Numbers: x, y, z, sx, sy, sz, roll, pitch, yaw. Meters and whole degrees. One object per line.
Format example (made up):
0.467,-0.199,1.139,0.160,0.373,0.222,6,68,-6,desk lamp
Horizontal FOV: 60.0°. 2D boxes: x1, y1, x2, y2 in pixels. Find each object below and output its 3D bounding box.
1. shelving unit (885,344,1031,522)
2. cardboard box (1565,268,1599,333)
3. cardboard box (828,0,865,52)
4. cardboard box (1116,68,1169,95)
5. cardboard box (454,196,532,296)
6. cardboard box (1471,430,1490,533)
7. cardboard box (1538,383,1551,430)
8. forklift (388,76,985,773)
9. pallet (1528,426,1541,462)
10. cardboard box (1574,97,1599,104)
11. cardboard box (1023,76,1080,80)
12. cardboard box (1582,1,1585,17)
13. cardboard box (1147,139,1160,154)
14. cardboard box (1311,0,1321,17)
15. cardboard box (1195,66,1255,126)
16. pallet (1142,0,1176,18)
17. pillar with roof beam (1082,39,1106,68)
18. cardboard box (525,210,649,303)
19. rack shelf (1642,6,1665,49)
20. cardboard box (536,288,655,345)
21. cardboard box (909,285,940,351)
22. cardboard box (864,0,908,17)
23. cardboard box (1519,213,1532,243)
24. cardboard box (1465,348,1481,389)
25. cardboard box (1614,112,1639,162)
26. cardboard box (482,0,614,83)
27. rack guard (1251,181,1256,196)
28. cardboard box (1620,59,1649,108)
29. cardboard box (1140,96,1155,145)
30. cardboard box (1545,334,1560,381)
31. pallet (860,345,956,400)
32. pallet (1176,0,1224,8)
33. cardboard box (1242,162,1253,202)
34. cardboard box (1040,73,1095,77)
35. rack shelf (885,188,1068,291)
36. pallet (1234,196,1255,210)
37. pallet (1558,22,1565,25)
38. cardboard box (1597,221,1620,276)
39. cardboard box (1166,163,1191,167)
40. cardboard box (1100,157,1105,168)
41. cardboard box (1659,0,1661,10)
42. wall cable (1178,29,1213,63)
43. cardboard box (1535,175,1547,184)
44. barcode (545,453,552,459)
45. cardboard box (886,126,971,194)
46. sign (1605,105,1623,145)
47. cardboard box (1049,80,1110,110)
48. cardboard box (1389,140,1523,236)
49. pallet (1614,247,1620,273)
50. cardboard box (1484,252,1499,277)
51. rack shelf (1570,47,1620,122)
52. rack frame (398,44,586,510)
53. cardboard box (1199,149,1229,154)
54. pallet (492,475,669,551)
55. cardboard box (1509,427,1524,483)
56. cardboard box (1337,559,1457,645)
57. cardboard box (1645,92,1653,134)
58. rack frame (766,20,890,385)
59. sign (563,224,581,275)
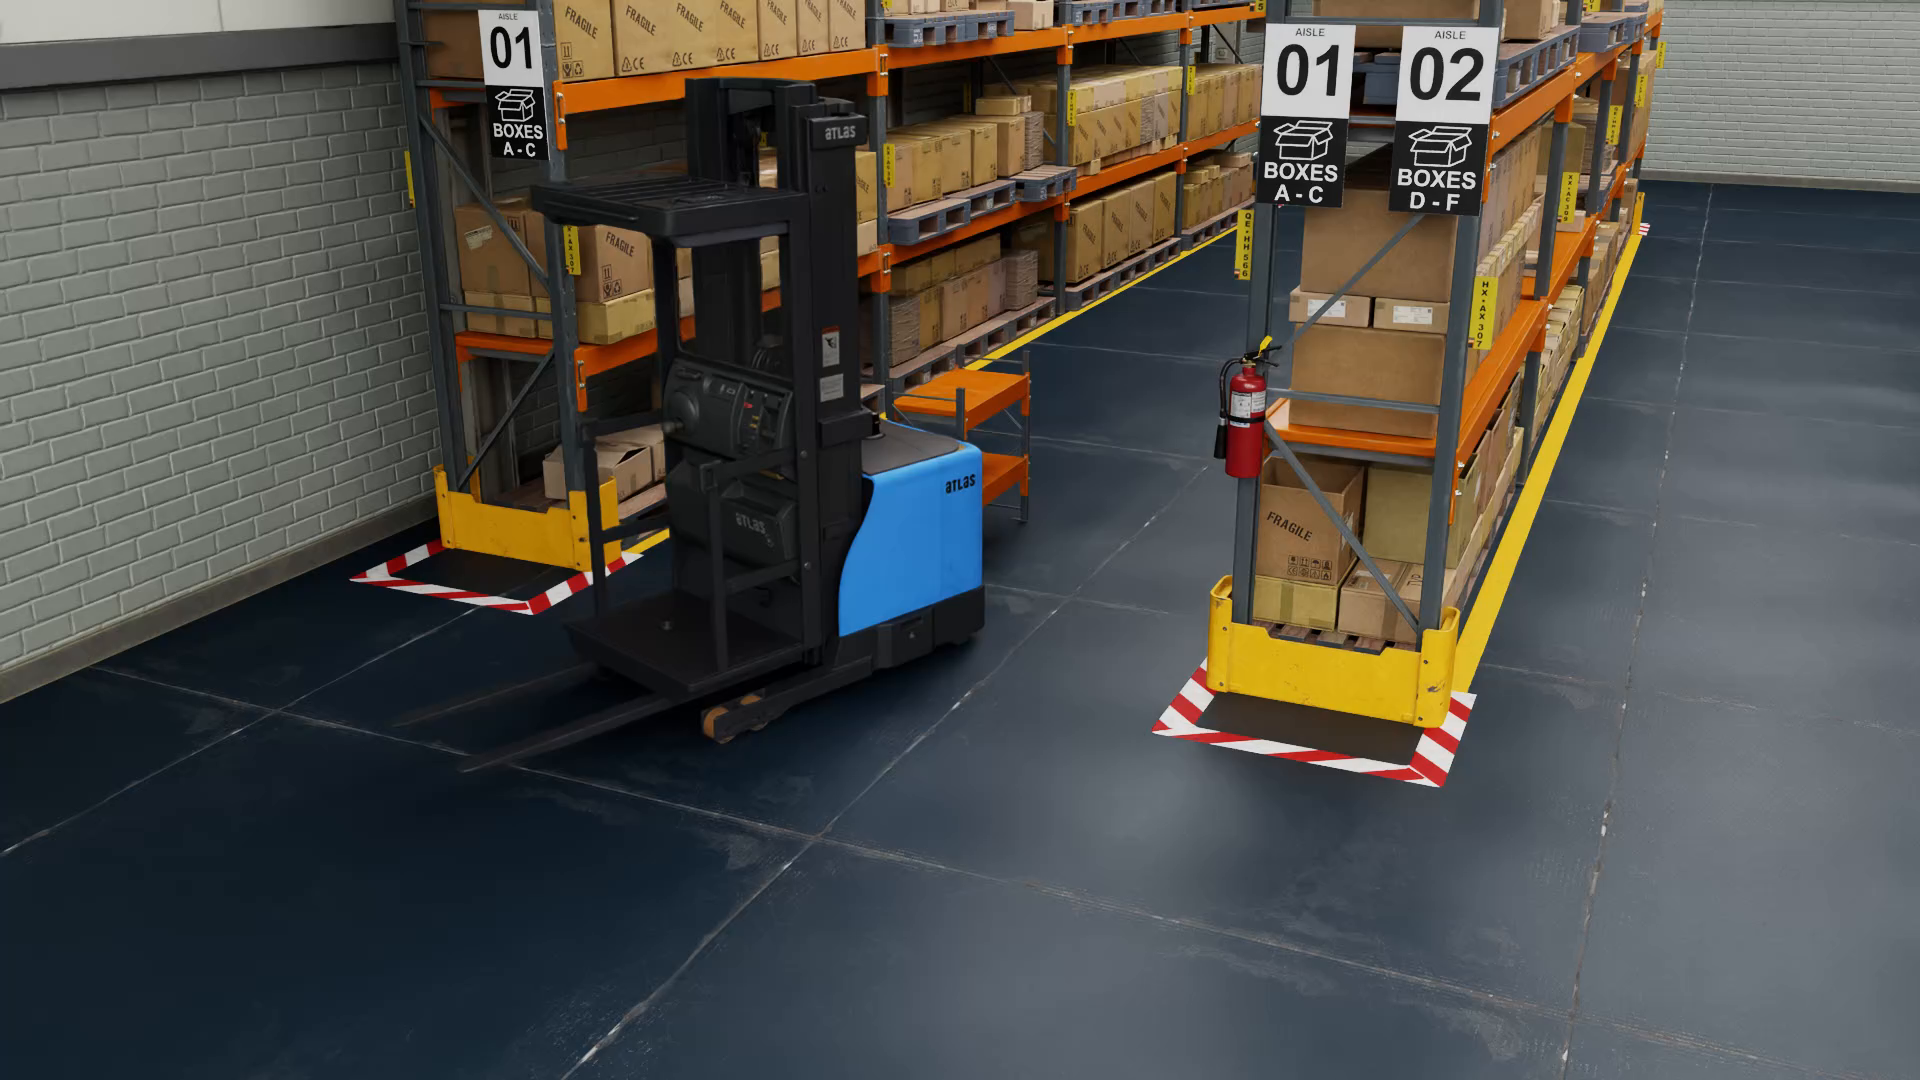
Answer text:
0.003,-0.532,10.286,0.538,1.125,1.048,9,21,23,shelving unit
5.558,-2.222,15.315,0.500,0.500,0.500,10,22,25,cardboard box
-1.030,-3.829,12.105,0.500,0.500,0.500,9,22,24,cardboard box
2.052,-5.211,18.904,0.500,0.250,0.500,9,21,24,cardboard box
-2.687,-1.791,10.104,0.500,0.500,0.500,8,21,22,cardboard box
2.653,-0.344,9.318,0.500,0.500,0.500,9,21,23,cardboard box
4.074,-1.018,12.331,0.500,0.250,0.500,9,22,24,cardboard box
-1.268,-0.624,7.848,3.031,2.935,1.130,-18,27,-42,forklift
3.739,-0.787,12.366,1.003,0.211,1.213,9,21,23,pallet
6.351,-4.447,17.719,0.700,0.500,0.500,2,20,4,cardboard box
0.967,-4.810,17.775,0.500,0.250,0.500,8,21,21,cardboard box
4.533,-4.151,12.785,0.500,0.250,0.500,8,21,22,cardboard box
2.064,-4.501,18.993,0.380,0.149,0.250,9,21,23,cardboard box
2.066,-2.642,8.333,0.500,0.250,0.500,9,21,23,cardboard box
3.378,-5.977,22.352,0.980,0.700,0.700,8,21,22,cardboard box
1.897,-6.030,18.758,0.805,0.209,1.217,8,21,21,pallet
5.653,-7.563,18.305,9.100,9.000,0.400,9,21,23,pillar with roof beam
-2.216,-1.723,9.911,0.500,0.500,0.500,9,21,23,cardboard box
7.568,-6.001,19.465,1.077,0.370,4.000,9,21,23,rack shelf
-2.197,-1.370,10.039,0.500,0.250,0.500,8,21,21,cardboard box
-0.596,-1.970,14.607,0.700,0.500,0.500,8,21,22,cardboard box
-0.751,-4.363,13.008,0.500,0.500,0.500,12,23,30,cardboard box
3.349,-1.955,10.371,0.380,0.149,0.250,8,21,21,cardboard box
2.457,-1.148,9.070,0.700,0.500,0.500,9,21,23,cardboard box
7.206,-4.481,18.444,0.500,0.500,0.500,9,22,24,cardboard box
-2.321,-2.864,9.389,0.500,0.500,0.500,9,22,24,cardboard box
3.876,-5.047,23.913,1.175,0.500,0.348,9,21,23,rack guard
7.620,-5.254,19.125,0.500,0.500,0.500,8,21,21,cardboard box
1.855,-4.706,18.601,0.500,0.500,0.500,9,21,23,cardboard box
4.290,-1.440,12.680,0.500,0.311,0.500,8,21,21,cardboard box
-0.731,-1.473,14.296,1.003,0.211,1.213,9,21,23,pallet
2.572,-6.614,20.247,1.003,0.211,1.213,9,21,23,pallet
3.670,-5.009,23.182,0.700,0.500,0.500,9,21,23,cardboard box
1.175,-4.966,18.213,0.500,0.250,0.500,8,21,21,cardboard box
-0.229,-2.821,14.999,1.077,0.370,4.000,9,21,23,rack shelf
3.610,-4.648,23.224,1.003,0.211,1.213,9,21,23,pallet
3.822,-3.465,11.543,0.805,0.209,1.217,8,21,21,pallet
6.808,-3.155,17.938,0.500,0.500,0.500,8,21,22,cardboard box
2.813,-4.837,21.728,0.380,0.149,0.250,9,21,23,cardboard box
1.322,-4.051,17.729,0.380,0.149,0.250,9,21,24,cardboard box
8.202,-6.537,20.119,0.500,0.250,0.500,9,21,23,cardboard box
3.527,-7.217,24.769,0.084,1.984,1.851,9,21,23,wall cable
4.438,-2.625,13.224,0.500,0.500,0.500,7,21,20,cardboard box
-2.678,-0.530,10.826,0.001,0.075,0.075,9,21,23,barcode
-0.332,-3.329,14.548,0.700,0.500,0.500,12,23,30,cardboard box
5.618,-3.563,14.284,0.100,0.325,0.005,9,21,23,sign
1.230,-4.589,17.155,0.500,0.250,0.500,8,21,22,cardboard box
2.885,-2.084,9.768,0.700,0.500,0.500,9,21,23,cardboard box
7.031,-3.212,19.185,1.003,0.211,1.213,9,21,23,pallet
2.717,-1.485,9.049,0.380,0.149,0.250,8,21,22,cardboard box
4.292,-3.556,12.588,1.077,0.370,4.000,9,21,23,rack shelf
-2.686,-1.326,9.721,1.000,3.000,0.127,9,21,23,rack frame
3.539,-5.381,23.258,0.380,0.149,0.250,9,21,23,cardboard box
-2.290,-0.279,10.938,1.003,0.211,1.213,9,21,23,pallet
3.482,-0.601,11.158,0.500,0.250,0.500,9,21,23,cardboard box
2.257,0.317,8.578,0.500,0.250,0.500,9,21,23,cardboard box
8.452,-5.411,21.059,0.500,0.500,0.500,9,22,24,cardboard box
-1.048,-2.549,13.159,1.000,3.000,0.127,9,21,23,rack frame
-2.191,-1.659,9.366,0.100,0.325,0.005,9,21,23,sign
